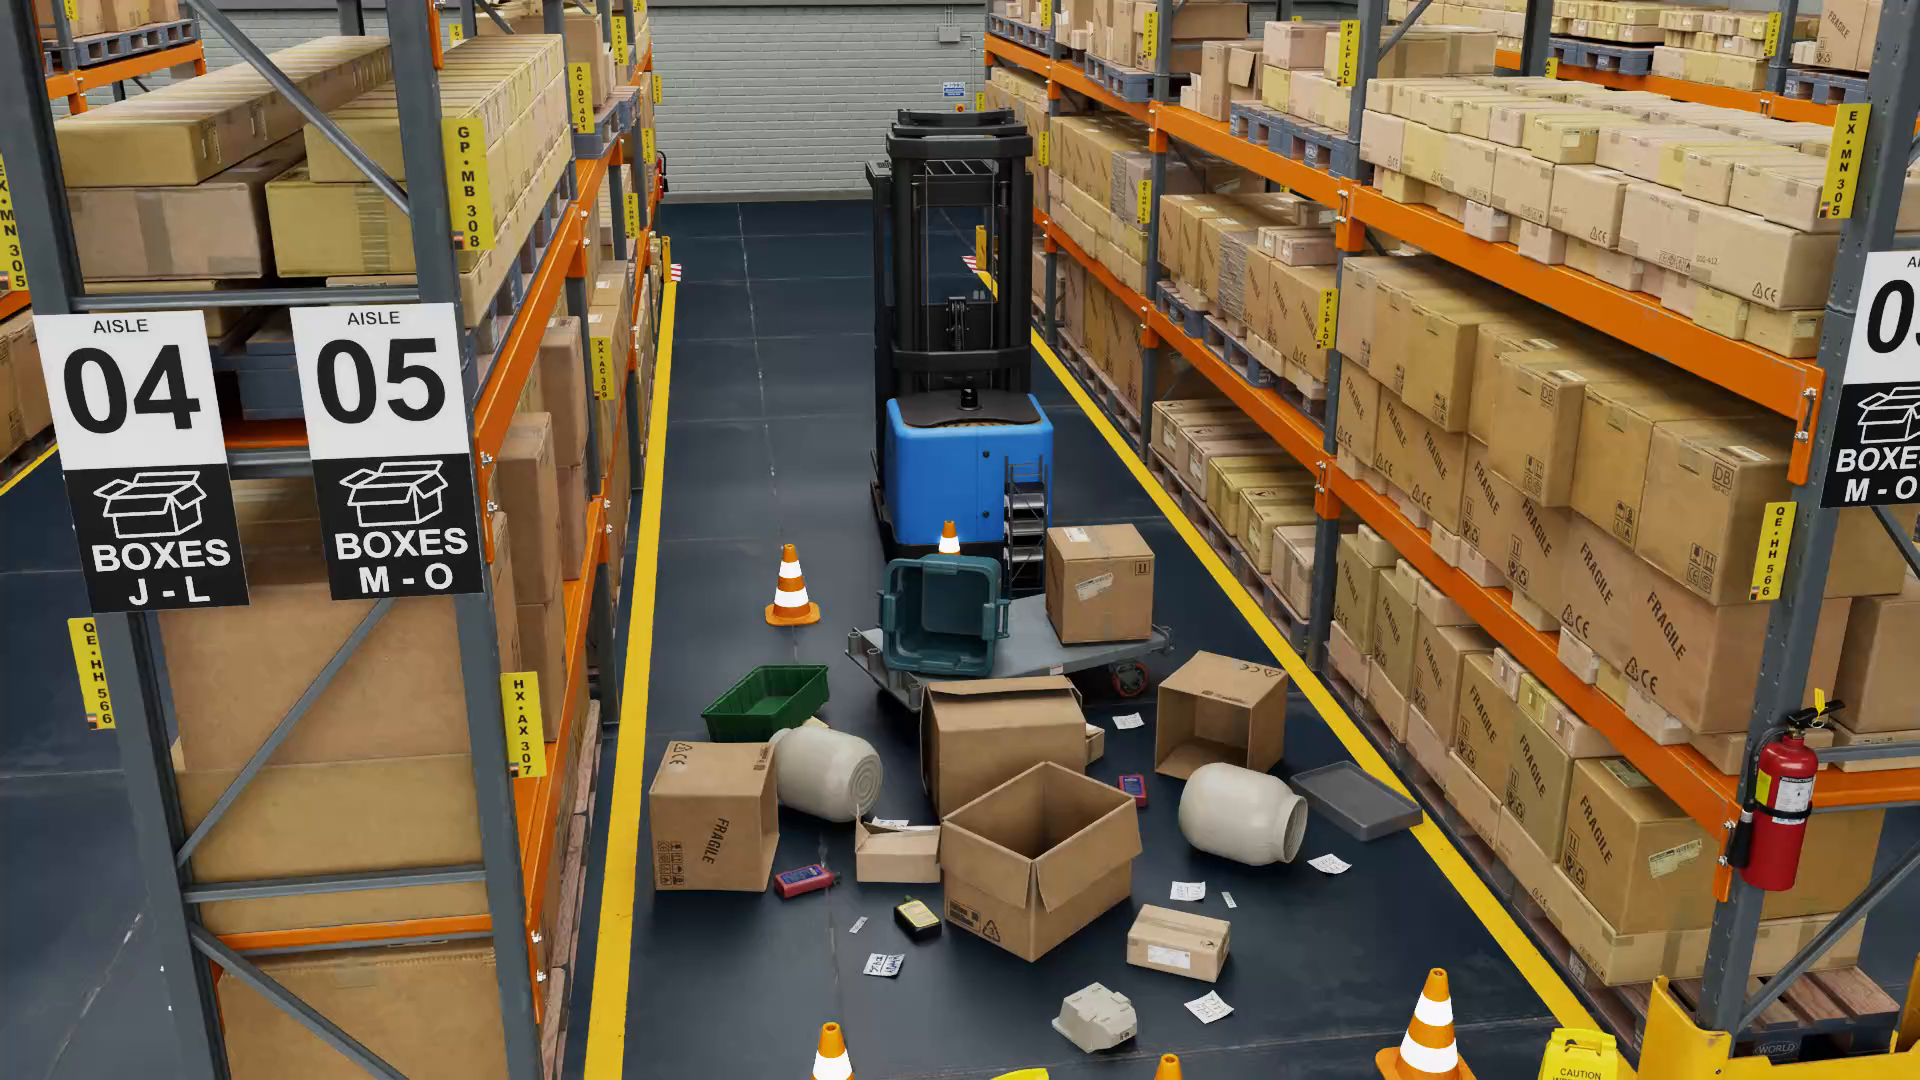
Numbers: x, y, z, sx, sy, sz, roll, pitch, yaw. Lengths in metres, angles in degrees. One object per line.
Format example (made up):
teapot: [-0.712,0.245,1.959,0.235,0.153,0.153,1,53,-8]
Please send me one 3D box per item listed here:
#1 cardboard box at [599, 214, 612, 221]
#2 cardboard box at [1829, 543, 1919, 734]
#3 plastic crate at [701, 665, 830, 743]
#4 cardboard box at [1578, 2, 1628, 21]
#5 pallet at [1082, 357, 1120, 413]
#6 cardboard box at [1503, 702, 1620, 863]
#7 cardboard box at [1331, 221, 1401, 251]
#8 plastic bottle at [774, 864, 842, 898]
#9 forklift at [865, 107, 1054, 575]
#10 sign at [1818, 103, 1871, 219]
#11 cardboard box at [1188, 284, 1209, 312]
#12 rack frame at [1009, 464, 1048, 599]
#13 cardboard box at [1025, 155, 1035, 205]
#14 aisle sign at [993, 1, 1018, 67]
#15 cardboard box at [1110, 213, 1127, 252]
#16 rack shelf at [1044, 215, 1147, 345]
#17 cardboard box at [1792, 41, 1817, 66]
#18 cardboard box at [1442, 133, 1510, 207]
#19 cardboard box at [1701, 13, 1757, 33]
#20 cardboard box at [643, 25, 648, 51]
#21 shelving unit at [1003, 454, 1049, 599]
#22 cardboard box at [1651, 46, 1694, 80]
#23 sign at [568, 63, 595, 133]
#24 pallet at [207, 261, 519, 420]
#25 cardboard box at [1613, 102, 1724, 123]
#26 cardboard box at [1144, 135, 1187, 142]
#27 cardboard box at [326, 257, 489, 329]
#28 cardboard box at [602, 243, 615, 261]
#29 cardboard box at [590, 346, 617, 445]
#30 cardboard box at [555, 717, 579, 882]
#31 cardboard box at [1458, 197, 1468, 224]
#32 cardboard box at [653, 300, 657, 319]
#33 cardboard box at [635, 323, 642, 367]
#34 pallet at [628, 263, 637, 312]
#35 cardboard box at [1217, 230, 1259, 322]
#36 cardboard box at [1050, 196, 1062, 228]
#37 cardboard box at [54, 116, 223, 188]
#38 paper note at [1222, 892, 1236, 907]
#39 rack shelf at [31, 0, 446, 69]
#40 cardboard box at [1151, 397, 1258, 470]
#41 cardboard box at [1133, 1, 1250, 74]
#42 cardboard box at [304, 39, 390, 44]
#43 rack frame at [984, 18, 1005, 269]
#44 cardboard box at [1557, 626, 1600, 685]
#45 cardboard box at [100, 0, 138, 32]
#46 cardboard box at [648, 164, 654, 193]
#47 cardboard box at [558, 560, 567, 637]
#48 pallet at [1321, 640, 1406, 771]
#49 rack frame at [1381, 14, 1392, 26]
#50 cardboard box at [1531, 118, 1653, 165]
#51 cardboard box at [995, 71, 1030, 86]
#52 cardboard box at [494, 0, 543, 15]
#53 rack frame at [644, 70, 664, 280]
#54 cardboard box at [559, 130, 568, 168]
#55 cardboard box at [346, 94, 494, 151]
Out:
cardboard box: [-2.847,-2.400,12.762,0.380,0.149,0.250,-3,21,-9]
cardboard box: [3.312,0.342,5.946,0.500,0.500,0.500,-3,21,-9]
plastic crate: [-1.033,0.890,8.982,0.450,0.188,0.662,-2,18,24]
cardboard box: [6.063,-4.979,15.663,0.380,0.149,0.250,-3,21,-9]
pallet: [1.741,-1.456,15.312,1.003,0.211,1.213,-3,21,-8]
cardboard box: [2.654,1.001,7.006,0.500,0.500,0.500,-2,21,-6]
cardboard box: [2.553,-1.917,10.467,0.380,0.149,0.250,-2,21,-5]
plastic bottle: [-0.687,1.534,7.522,0.283,0.061,0.133,-11,23,-26]
forklift: [-0.078,-1.592,11.789,1.130,2.935,3.031,-3,21,-7]
sign: [2.554,-1.093,4.803,0.100,0.325,0.005,-3,21,-8]
cardboard box: [1.836,-1.728,11.815,0.380,0.149,0.250,-3,21,-7]
rack frame: [0.433,-0.050,10.563,0.240,0.900,0.006,-3,21,-7]
cardboard box: [0.977,-3.821,17.517,0.500,0.500,0.500,-3,21,-9]
aisle sign: [0.502,-6.062,19.944,0.394,0.787,0.004,-3,21,-8]
cardboard box: [1.554,-2.560,13.783,0.500,0.250,0.500,-3,21,-9]
rack shelf: [1.664,-2.419,14.935,1.077,0.370,4.000,-3,21,-8]
cardboard box: [6.614,-3.719,12.689,0.380,0.166,0.250,-3,21,-8]
cardboard box: [2.465,-1.635,7.308,0.500,0.250,0.500,-3,21,-7]
cardboard box: [6.505,-4.357,14.026,0.380,0.149,0.250,-3,21,-9]
cardboard box: [-3.522,-5.208,17.300,0.500,0.250,0.500,-2,21,-5]
shelving unit: [0.420,-0.085,10.657,0.258,0.900,0.210,-3,21,-7]
cardboard box: [6.404,-4.163,14.503,0.500,0.250,0.500,-3,21,-8]
sign: [-1.805,-2.107,7.932,0.100,0.325,0.005,-3,21,-8]
pallet: [-1.895,-0.629,4.954,1.003,0.211,1.213,-3,21,-8]
cardboard box: [3.045,-1.795,7.168,0.380,0.149,0.250,-3,21,-7]
cardboard box: [1.914,-3.288,14.661,0.500,0.500,0.500,-3,21,-7]
cardboard box: [-1.510,-0.675,4.566,0.380,0.149,0.250,-3,21,-7]
cardboard box: [-2.802,-2.175,12.586,0.380,0.149,0.250,-2,21,-5]
cardboard box: [-2.237,-0.812,9.459,0.500,0.500,0.500,-3,21,-7]
cardboard box: [-2.199,0.938,7.355,0.875,0.875,0.875,-3,21,-7]
cardboard box: [2.483,-1.491,7.492,0.380,0.149,0.250,-4,21,-9]
cardboard box: [-3.243,-2.306,16.653,0.380,0.149,0.250,-2,21,-5]
cardboard box: [-2.864,-1.583,13.567,0.500,0.250,0.500,-3,21,-8]
pallet: [-3.139,-1.931,12.873,1.213,0.211,1.003,-3,21,-8]
cardboard box: [2.018,-1.742,10.925,0.500,0.500,0.500,-4,21,-10]
cardboard box: [1.178,-3.213,16.246,0.500,0.250,0.500,-3,21,-9]
cardboard box: [-2.162,-1.013,4.332,0.380,0.149,0.250,-3,21,-7]
paper note: [1.198,1.603,7.411,0.032,0.001,0.123,-3,21,-8]
rack shelf: [-2.066,-1.988,5.777,1.077,0.370,4.000,-3,21,-8]
cardboard box: [2.024,-0.833,12.816,0.950,0.372,0.625,-4,21,-11]
cardboard box: [1.749,-3.837,12.668,0.797,0.503,0.637,-4,21,-11]
cardboard box: [-2.600,-2.067,7.153,0.380,0.149,0.250,-3,21,-8]
rack frame: [0.800,-4.834,20.371,1.000,3.000,0.127,-3,21,-8]
cardboard box: [2.611,0.445,6.596,0.380,0.149,0.250,-3,21,-7]
cardboard box: [-8.611,-5.287,16.412,0.700,0.500,0.500,-2,21,-5]
cardboard box: [-3.445,-3.882,17.254,0.500,0.500,0.500,-3,21,-9]
cardboard box: [-2.051,0.223,6.617,0.875,0.550,0.500,-3,21,-8]
pallet: [2.661,0.858,9.117,1.003,0.211,1.213,-3,21,-8]
rack frame: [5.711,-5.085,21.045,1.000,3.000,0.127,-3,21,-8]
cardboard box: [2.511,-1.587,6.609,0.380,0.149,0.250,-2,21,-6]
cardboard box: [0.609,-5.333,19.209,0.380,0.149,0.250,-2,21,-6]
cardboard box: [-3.452,-4.161,13.046,0.396,0.266,0.258,-3,21,-8]
rack frame: [-4.084,-4.549,19.609,1.000,3.000,0.127,-3,21,-8]
cardboard box: [-1.949,-1.728,7.385,0.380,0.149,0.250,-3,21,-7]
cardboard box: [-1.583,-1.221,4.887,0.380,0.149,0.250,-3,21,-9]
